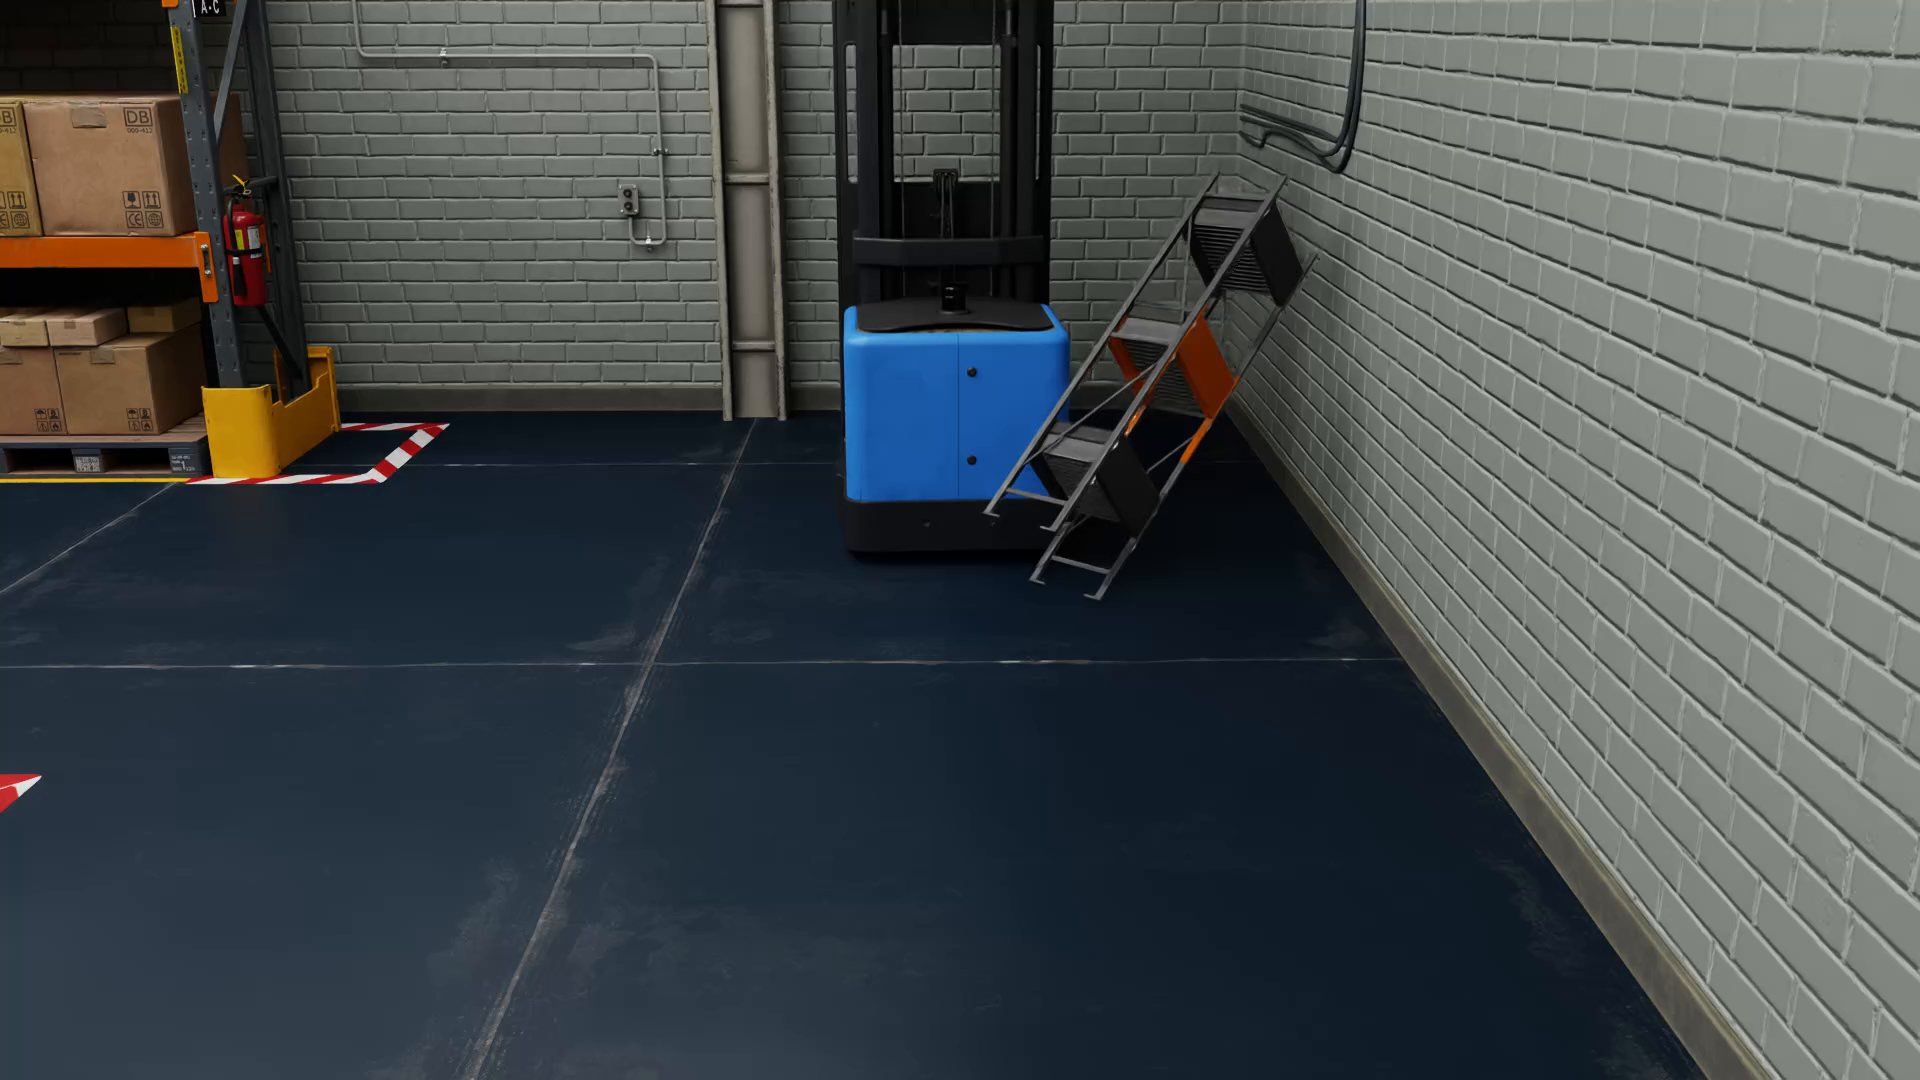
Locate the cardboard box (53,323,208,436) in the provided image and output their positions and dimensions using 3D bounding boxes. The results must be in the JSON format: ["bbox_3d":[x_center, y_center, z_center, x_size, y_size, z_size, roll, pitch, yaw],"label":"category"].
[{"bbox_3d":[-4.664,-0.919,9.407,0.500,0.500,0.700,0,18,-1],"label":"cardboard box"}]

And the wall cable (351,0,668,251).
[{"bbox_3d":[-2.701,-2.722,9.960,1.851,1.984,0.084,0,18,-1],"label":"wall cable"}]

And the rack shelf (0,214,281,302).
[{"bbox_3d":[-5.966,-1.591,9.275,4.000,0.370,1.077,0,18,-1],"label":"rack shelf"}]

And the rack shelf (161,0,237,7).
[{"bbox_3d":[-5.966,-3.019,8.817,4.000,0.370,1.077,0,18,-1],"label":"rack shelf"}]

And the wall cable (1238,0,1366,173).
[{"bbox_3d":[1.695,-3.240,8.498,0.112,2.526,3.097,0,18,-1],"label":"wall cable"}]

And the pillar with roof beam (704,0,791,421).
[{"bbox_3d":[-1.212,-3.762,5.044,0.400,9.000,9.100,0,18,-1],"label":"pillar with roof beam"}]

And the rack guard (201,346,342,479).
[{"bbox_3d":[-3.942,-0.753,9.577,0.348,0.500,1.175,0,18,-1],"label":"rack guard"}]

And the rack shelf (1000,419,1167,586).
[{"bbox_3d":[0.527,-0.183,7.248,0.431,0.480,0.518,15,62,40],"label":"rack shelf"}]

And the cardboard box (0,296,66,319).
[{"bbox_3d":[-5.299,-1.286,9.488,0.250,0.149,0.380,0,18,0],"label":"cardboard box"}]

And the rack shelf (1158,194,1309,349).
[{"bbox_3d":[1.260,-1.267,7.746,0.431,0.480,0.518,15,62,40],"label":"rack shelf"}]

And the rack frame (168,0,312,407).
[{"bbox_3d":[-3.966,-1.943,9.195,0.127,3.000,1.000,0,18,-1],"label":"rack frame"}]

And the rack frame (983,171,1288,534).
[{"bbox_3d":[0.796,-0.882,7.337,0.400,0.015,2.100,15,62,40],"label":"rack frame"}]

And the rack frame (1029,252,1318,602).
[{"bbox_3d":[1.006,-0.589,7.667,0.400,0.015,2.100,15,62,40],"label":"rack frame"}]

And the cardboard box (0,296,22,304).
[{"bbox_3d":[-5.554,-1.284,9.484,0.250,0.149,0.380,0,18,0],"label":"cardboard box"}]

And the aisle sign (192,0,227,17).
[{"bbox_3d":[-3.889,-3.090,8.513,0.004,0.787,0.394,0,18,-1],"label":"aisle sign"}]

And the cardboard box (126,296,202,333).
[{"bbox_3d":[-4.542,-1.290,9.500,0.250,0.149,0.380,0,18,0],"label":"cardboard box"}]

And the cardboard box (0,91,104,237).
[{"bbox_3d":[-5.203,-2.074,9.110,0.700,0.700,0.980,0,18,-1],"label":"cardboard box"}]

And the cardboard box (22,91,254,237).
[{"bbox_3d":[-4.476,-2.081,9.132,0.700,0.700,0.980,1,18,2],"label":"cardboard box"}]

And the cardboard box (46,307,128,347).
[{"bbox_3d":[-4.790,-1.172,9.132,0.250,0.149,0.380,0,18,-2],"label":"cardboard box"}]

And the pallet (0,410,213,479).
[{"bbox_3d":[-4.764,-0.588,9.534,1.213,0.211,1.003,0,18,-1],"label":"pallet"}]

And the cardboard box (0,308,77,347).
[{"bbox_3d":[-5.045,-1.170,9.128,0.250,0.149,0.380,0,18,1],"label":"cardboard box"}]

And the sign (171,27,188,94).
[{"bbox_3d":[-3.971,-2.442,8.465,0.005,0.325,0.100,0,18,-1],"label":"sign"}]

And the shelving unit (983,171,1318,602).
[{"bbox_3d":[0.901,-0.736,7.502,0.431,0.503,2.100,15,62,40],"label":"shelving unit"}]

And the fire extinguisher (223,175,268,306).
[{"bbox_3d":[-3.808,-1.589,8.827,0.183,0.674,0.296,0,18,-1],"label":"fire extinguisher"}]

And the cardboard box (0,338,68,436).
[{"bbox_3d":[-5.165,-0.917,9.399,0.500,0.500,0.700,0,18,-1],"label":"cardboard box"}]

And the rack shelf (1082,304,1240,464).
[{"bbox_3d":[0.894,-0.725,7.497,0.431,0.480,0.518,15,62,40],"label":"rack shelf"}]

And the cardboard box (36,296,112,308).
[{"bbox_3d":[-5.049,-1.287,9.492,0.250,0.149,0.380,0,18,-1],"label":"cardboard box"}]

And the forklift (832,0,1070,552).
[{"bbox_3d":[-0.100,-1.740,8.674,1.130,2.935,3.031,-1,18,-3],"label":"forklift"}]
